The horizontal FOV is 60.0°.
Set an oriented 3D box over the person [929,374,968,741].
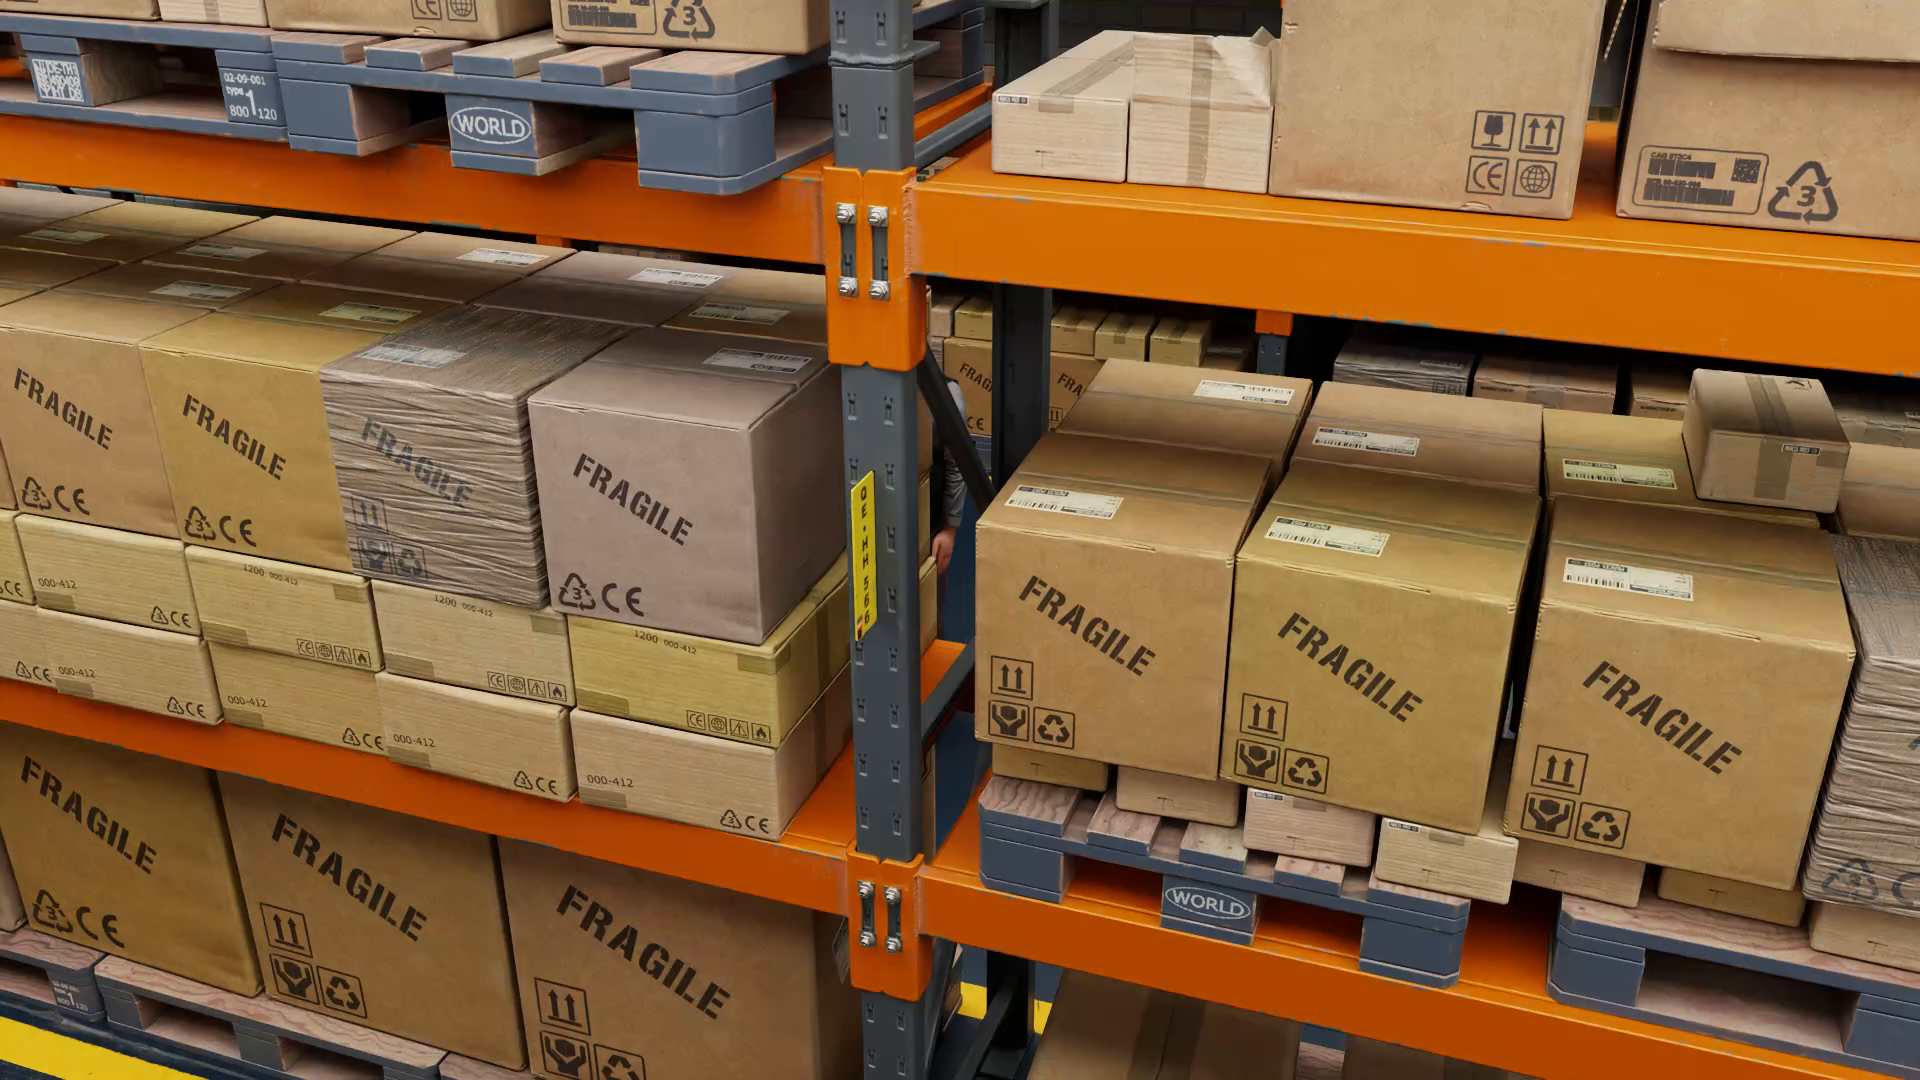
[{"bbox_3d":[-0.220,-0.041,6.251,0.540,1.705,0.359,9,27,19],"label":"person"}]
